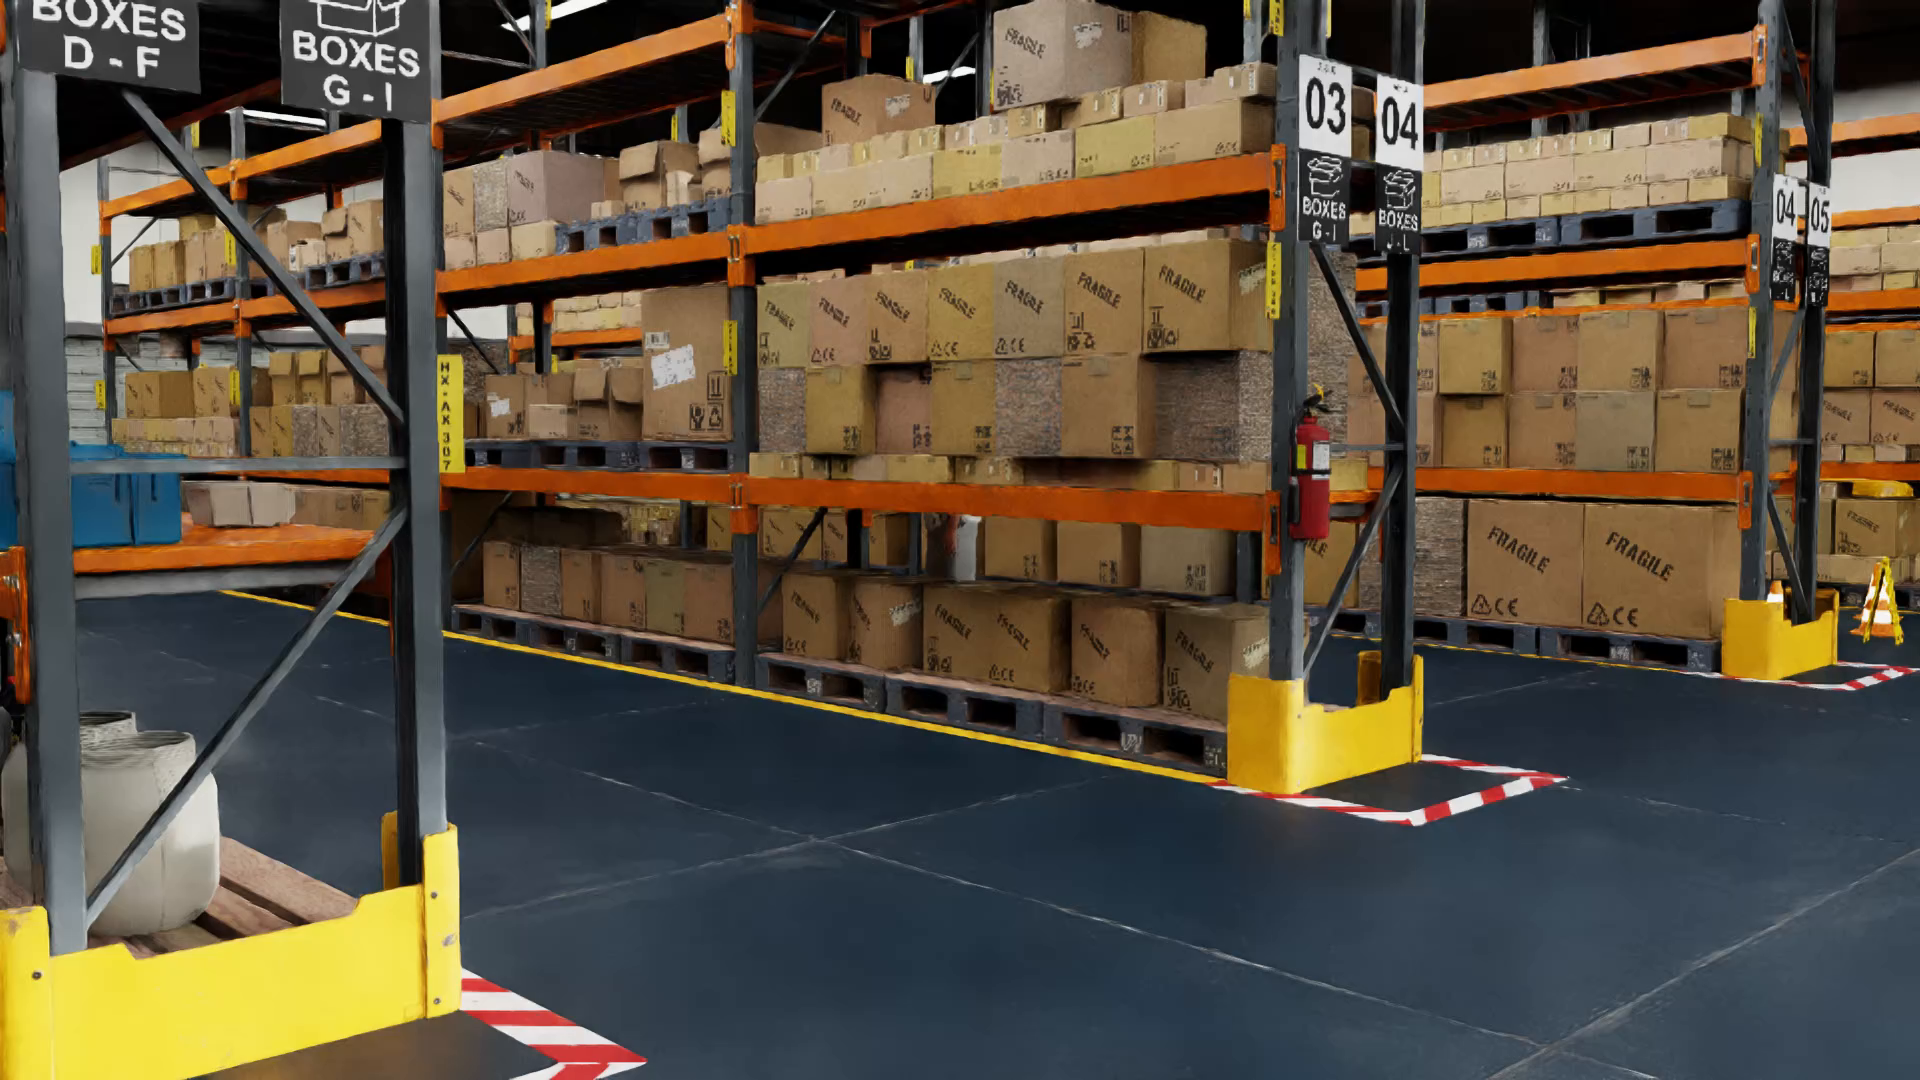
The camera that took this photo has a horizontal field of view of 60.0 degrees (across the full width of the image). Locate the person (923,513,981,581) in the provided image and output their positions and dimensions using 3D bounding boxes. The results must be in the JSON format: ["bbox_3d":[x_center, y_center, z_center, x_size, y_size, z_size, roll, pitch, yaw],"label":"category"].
[{"bbox_3d":[-0.131,-0.091,11.696,0.577,1.755,0.638,-1,4,-14],"label":"person"}]
